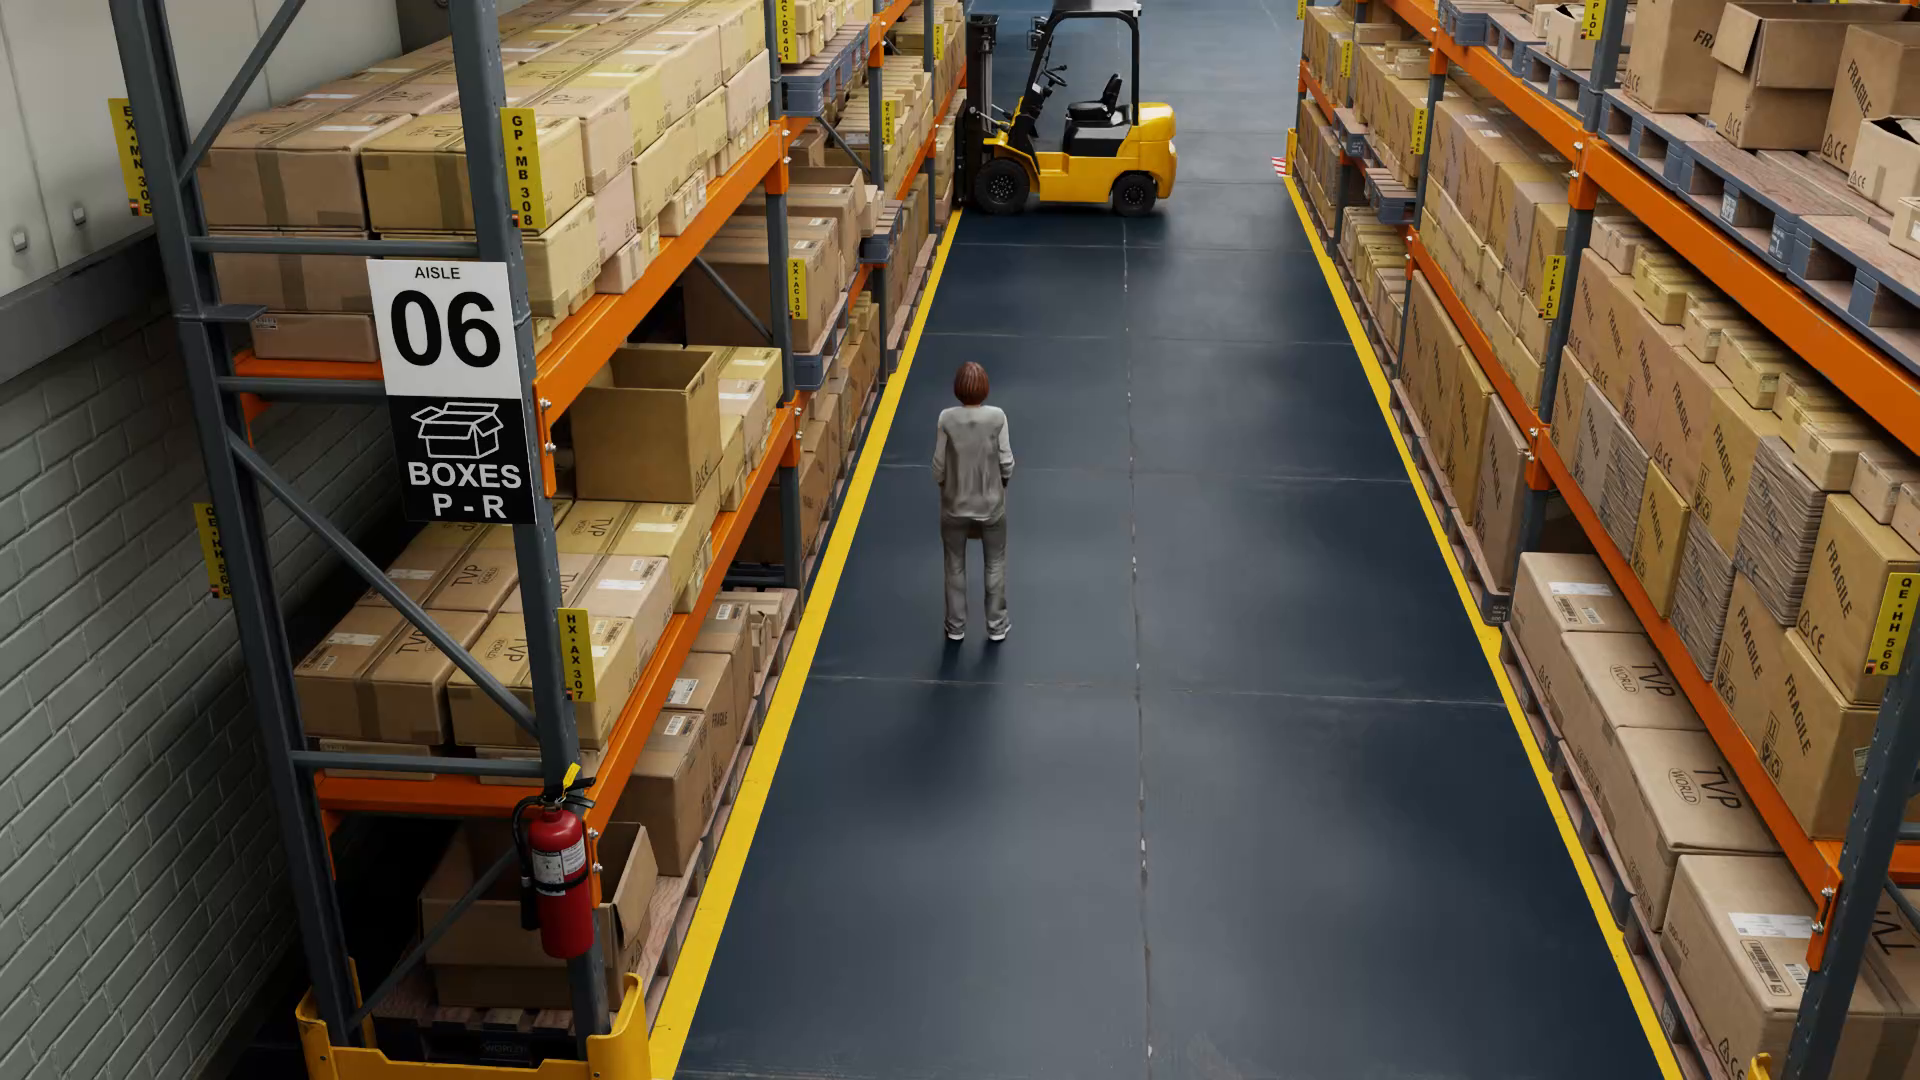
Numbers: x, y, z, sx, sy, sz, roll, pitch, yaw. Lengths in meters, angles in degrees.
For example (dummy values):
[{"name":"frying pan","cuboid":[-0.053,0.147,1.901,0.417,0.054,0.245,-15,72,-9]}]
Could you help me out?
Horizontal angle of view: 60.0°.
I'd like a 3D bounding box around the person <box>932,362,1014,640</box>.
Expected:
[{"name":"person","cuboid":[0.070,-0.199,9.037,0.446,1.601,0.359,0,25,0]}]
